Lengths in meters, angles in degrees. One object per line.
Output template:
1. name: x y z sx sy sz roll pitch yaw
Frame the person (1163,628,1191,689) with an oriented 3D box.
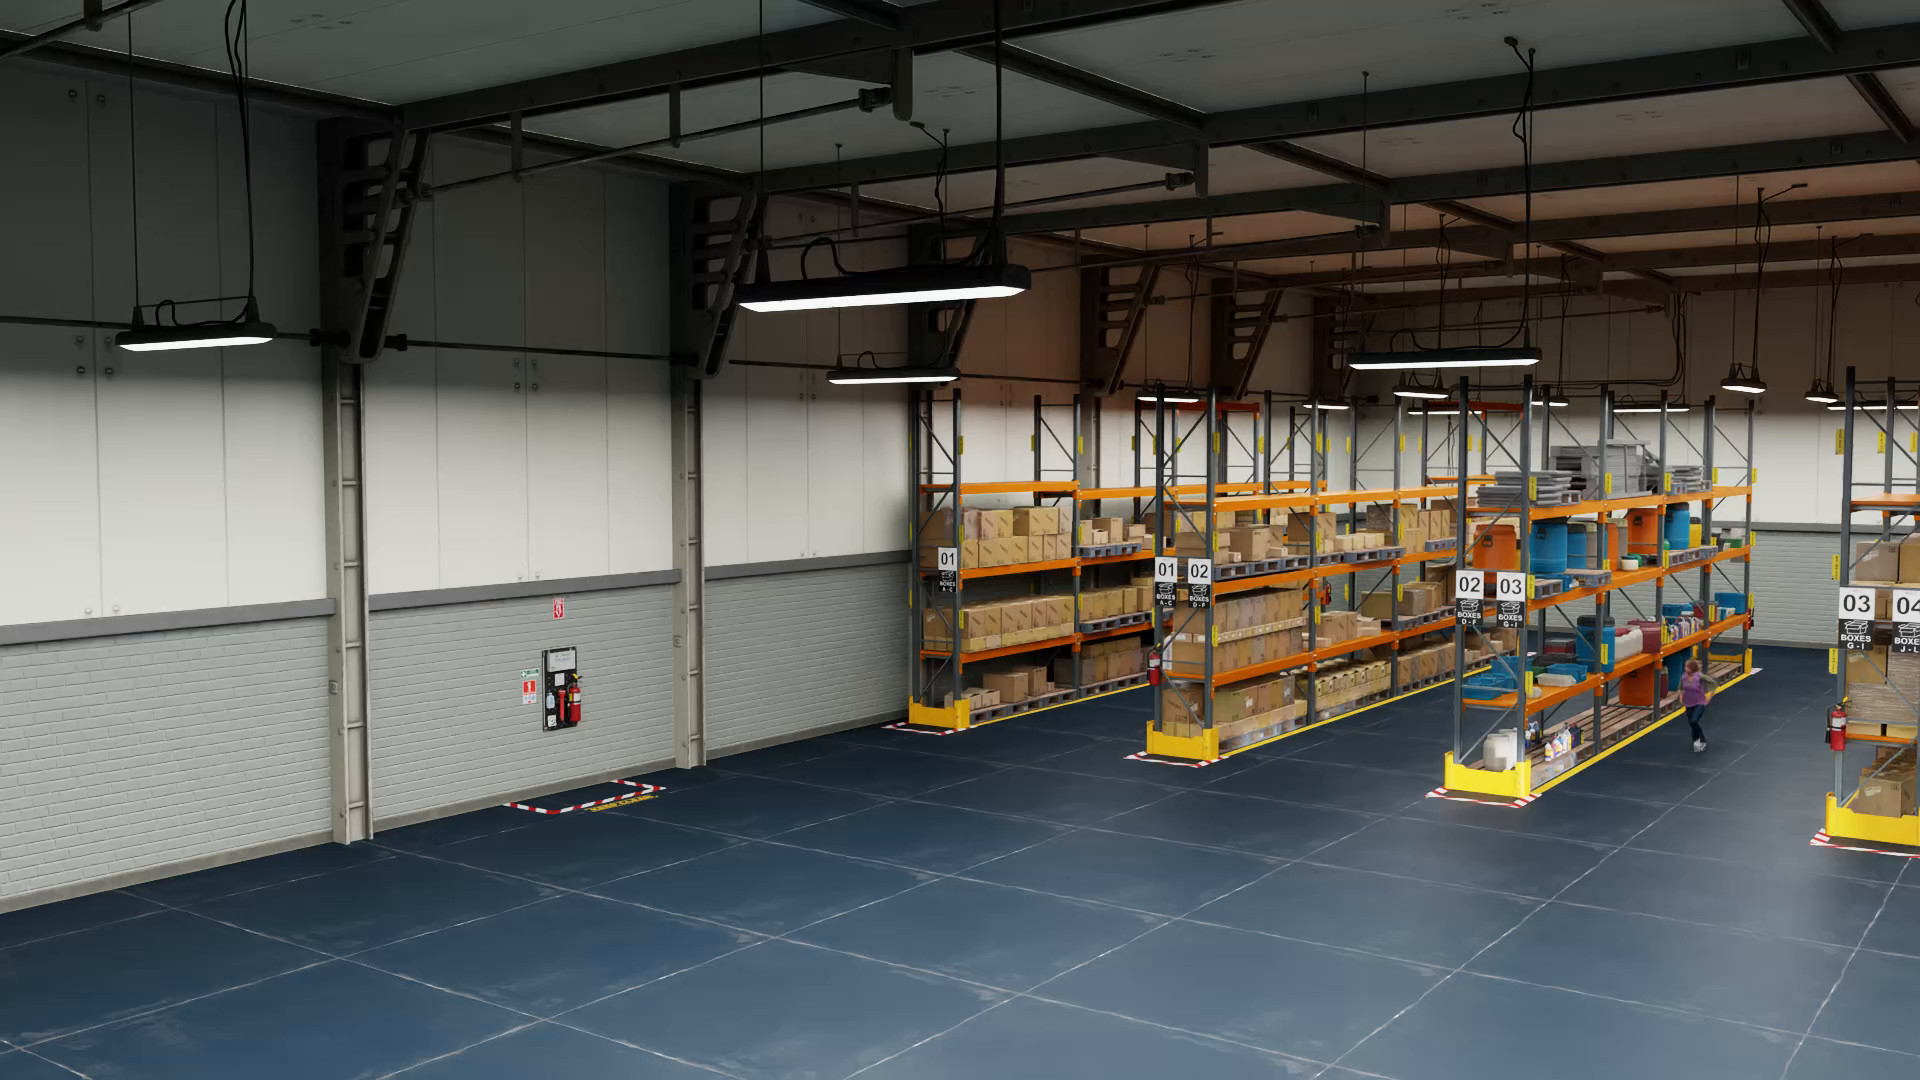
1. person: 3.984 2.377 30.469 0.617 1.762 0.593 2 4 33

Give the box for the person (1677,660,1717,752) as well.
1. person: 11.995 2.685 27.039 0.787 1.515 0.594 -3 5 -44
